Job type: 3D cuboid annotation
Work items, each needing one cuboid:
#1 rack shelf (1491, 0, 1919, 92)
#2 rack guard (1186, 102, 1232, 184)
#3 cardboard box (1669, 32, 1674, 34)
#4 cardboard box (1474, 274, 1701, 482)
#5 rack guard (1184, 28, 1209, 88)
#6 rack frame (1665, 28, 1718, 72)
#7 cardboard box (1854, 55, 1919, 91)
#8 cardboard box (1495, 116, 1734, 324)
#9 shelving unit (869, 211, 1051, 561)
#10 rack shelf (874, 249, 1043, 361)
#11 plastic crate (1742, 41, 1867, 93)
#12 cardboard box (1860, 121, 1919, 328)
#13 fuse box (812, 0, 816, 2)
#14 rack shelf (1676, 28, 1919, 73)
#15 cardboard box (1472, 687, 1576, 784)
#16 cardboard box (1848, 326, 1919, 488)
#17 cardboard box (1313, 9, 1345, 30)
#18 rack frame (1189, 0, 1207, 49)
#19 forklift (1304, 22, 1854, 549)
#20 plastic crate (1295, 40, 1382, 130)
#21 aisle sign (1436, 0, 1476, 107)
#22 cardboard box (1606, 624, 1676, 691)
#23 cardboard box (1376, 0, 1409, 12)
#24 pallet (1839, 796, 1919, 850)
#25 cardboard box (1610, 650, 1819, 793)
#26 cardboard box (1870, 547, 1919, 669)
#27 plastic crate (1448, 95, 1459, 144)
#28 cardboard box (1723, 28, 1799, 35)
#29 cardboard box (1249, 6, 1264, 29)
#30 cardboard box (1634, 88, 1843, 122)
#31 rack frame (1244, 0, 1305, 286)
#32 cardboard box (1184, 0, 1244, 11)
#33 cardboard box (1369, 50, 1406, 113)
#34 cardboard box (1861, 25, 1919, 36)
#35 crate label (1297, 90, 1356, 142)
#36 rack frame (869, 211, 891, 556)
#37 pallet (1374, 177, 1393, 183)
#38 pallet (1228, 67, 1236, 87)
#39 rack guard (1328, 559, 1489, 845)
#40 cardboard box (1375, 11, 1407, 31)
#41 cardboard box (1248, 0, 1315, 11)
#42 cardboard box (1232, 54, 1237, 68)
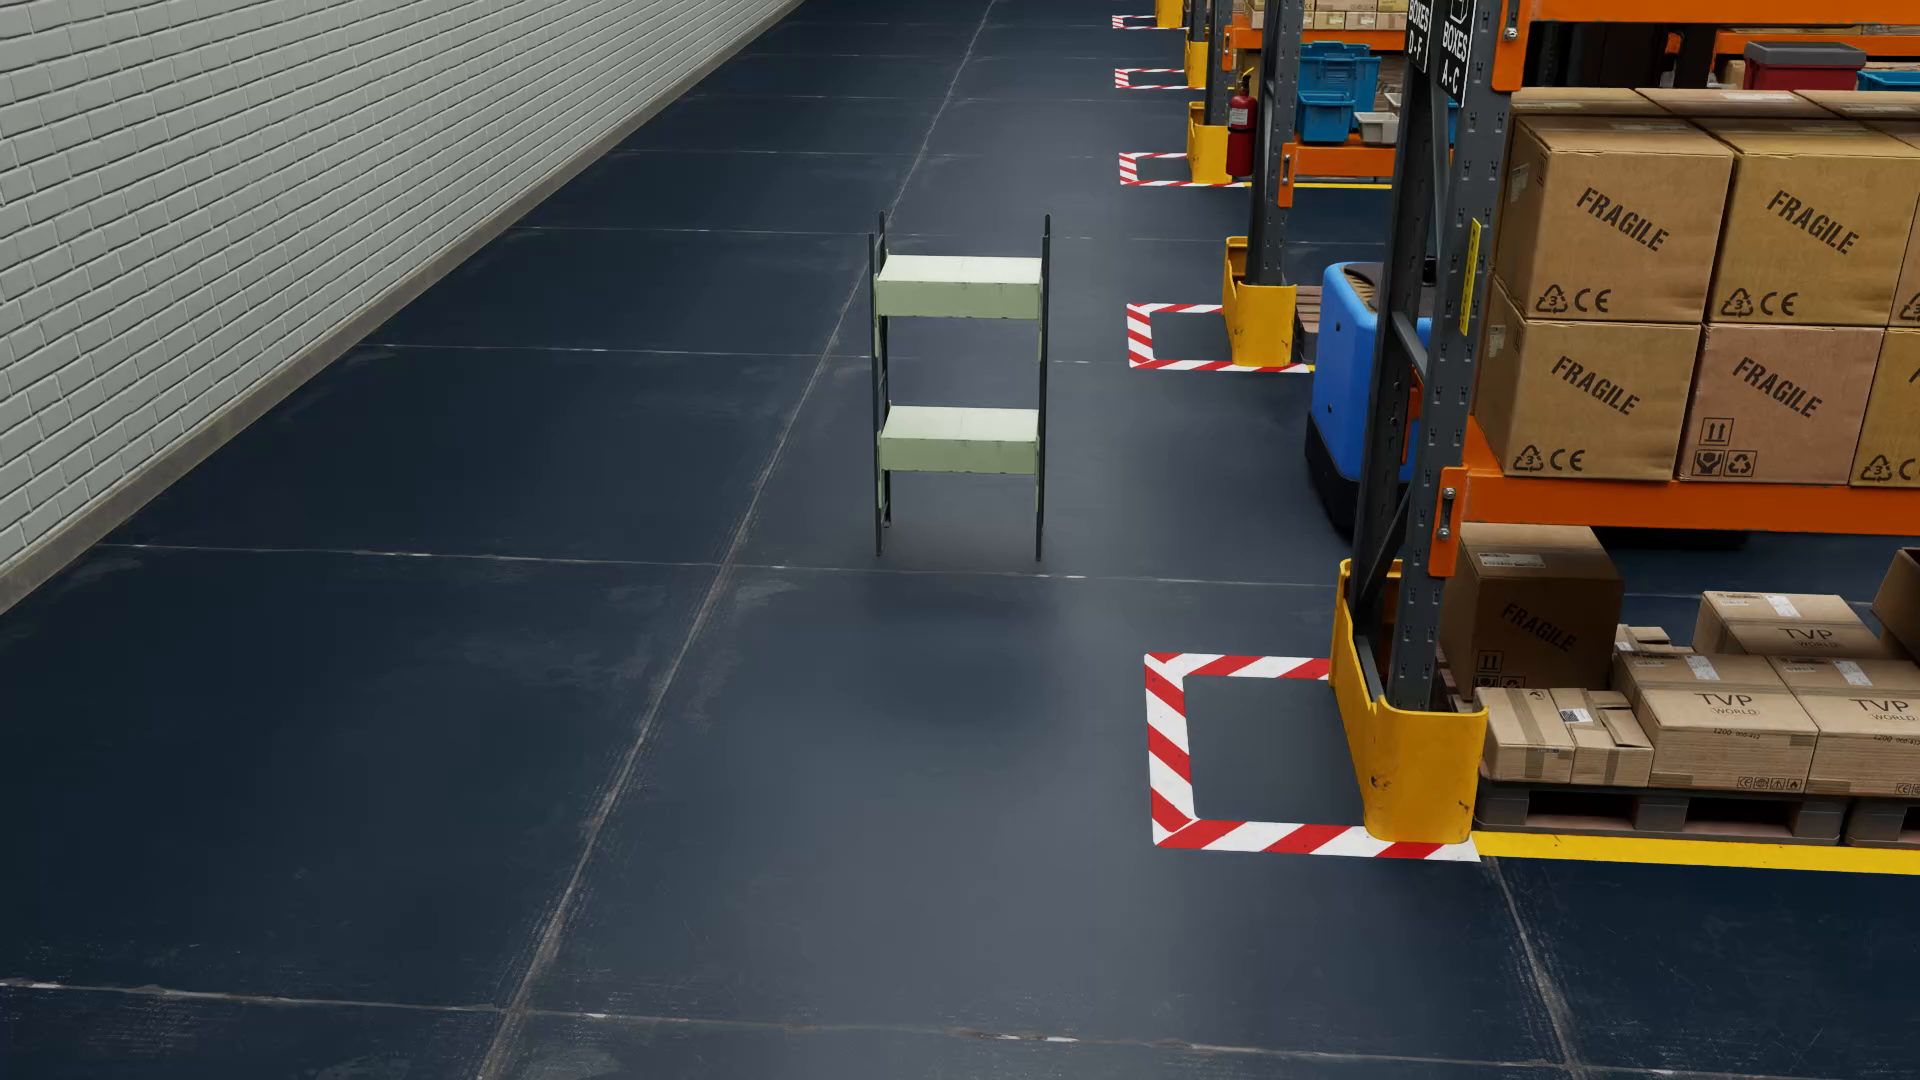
[{"bbox_3d":[3.509,-1.565,4.868,4.000,0.370,1.077,2,25,4],"label":"rack shelf"},{"bbox_3d":[2.253,-3.587,14.980,0.348,0.500,1.175,2,25,4],"label":"rack guard"},{"bbox_3d":[5.936,-4.352,13.955,0.250,0.149,0.380,2,25,4],"label":"cardboard box"},{"bbox_3d":[1.937,-0.514,5.193,0.500,0.500,0.500,2,25,5],"label":"cardboard box"},{"bbox_3d":[2.833,-5.647,19.459,0.348,0.500,1.175,2,25,4],"label":"rack guard"},{"bbox_3d":[6.265,-4.593,14.178,0.127,3.000,1.000,2,25,4],"label":"rack frame"},{"bbox_3d":[7.796,-3.779,14.446,0.875,0.875,1.225,1,25,2],"label":"cardboard box"},{"bbox_3d":[1.937,-0.968,4.984,0.500,0.500,0.500,3,25,6],"label":"cardboard box"},{"bbox_3d":[0.007,-0.681,7.470,0.755,1.500,0.431,2,25,4],"label":"shelving unit"},{"bbox_3d":[0.007,-1.036,7.307,0.720,0.370,0.431,2,25,4],"label":"rack shelf"},{"bbox_3d":[5.015,-2.718,9.955,0.583,0.464,0.402,2,25,4],"label":"plastic crate"},{"bbox_3d":[2.957,-0.937,4.915,0.500,0.500,0.500,2,25,5],"label":"cardboard box"},{"bbox_3d":[-2.282,-9.308,25.965,0.414,1.711,0.539,2,25,4],"label":"fuse box"},{"bbox_3d":[8.259,-4.203,14.189,4.000,0.370,1.077,2,25,4],"label":"rack shelf"},{"bbox_3d":[1.906,0.659,5.647,0.250,0.149,0.380,2,25,4],"label":"cardboard box"},{"bbox_3d":[2.952,-0.482,5.124,0.500,0.500,0.500,2,25,4],"label":"cardboard box"},{"bbox_3d":[3.117,-4.443,14.151,0.250,0.149,0.380,1,25,3],"label":"cardboard box"},{"bbox_3d":[2.757,-6.785,18.942,0.127,3.000,1.000,2,25,4],"label":"rack frame"},{"bbox_3d":[3.280,-1.516,7.572,3.031,2.935,1.130,1,25,1],"label":"forklift"},{"bbox_3d":[2.246,-2.768,10.096,0.499,0.435,0.616,2,25,4],"label":"plastic crate"},{"bbox_3d":[1.424,-1.653,4.679,0.004,0.787,0.394,2,25,4],"label":"aisle sign"},{"bbox_3d":[2.473,0.460,6.059,0.250,0.166,0.380,2,25,4],"label":"cardboard box"},{"bbox_3d":[3.754,-4.629,14.079,0.500,0.250,0.500,1,25,2],"label":"cardboard box"},{"bbox_3d":[3.599,0.742,5.919,1.213,0.211,1.003,2,25,4],"label":"pallet"},{"bbox_3d":[2.534,0.608,5.637,0.500,0.250,0.500,2,25,4],"label":"cardboard box"},{"bbox_3d":[3.630,0.412,5.761,0.637,0.503,0.797,2,25,4],"label":"cardboard box"},{"bbox_3d":[2.775,-2.442,9.631,0.300,0.233,0.416,2,25,4],"label":"plastic crate"},{"bbox_3d":[6.705,-4.520,13.898,0.500,0.500,0.500,2,25,4],"label":"cardboard box"},{"bbox_3d":[2.606,-4.458,14.185,0.250,0.149,0.380,2,25,5],"label":"cardboard box"},{"bbox_3d":[2.483,-1.177,5.437,0.500,0.500,0.500,3,25,5],"label":"cardboard box"},{"bbox_3d":[1.898,-2.657,9.970,0.127,3.000,1.000,2,25,4],"label":"rack frame"},{"bbox_3d":[3.701,-7.899,23.925,0.875,0.438,0.875,1,25,2],"label":"cardboard box"},{"bbox_3d":[3.829,-3.931,14.777,0.875,0.875,0.875,2,25,4],"label":"cardboard box"},{"bbox_3d":[7.705,-4.488,13.829,0.500,0.500,0.500,1,25,3],"label":"cardboard box"},{"bbox_3d":[2.119,-2.463,9.677,0.303,0.233,0.416,2,25,4],"label":"crate label"},{"bbox_3d":[-0.358,-0.693,7.495,0.023,1.500,0.400,2,25,4],"label":"rack frame"},{"bbox_3d":[4.293,-3.421,14.967,1.213,0.211,1.003,2,25,4],"label":"pallet"},{"bbox_3d":[3.641,-5.475,19.431,1.213,0.211,1.003,2,25,4],"label":"pallet"},{"bbox_3d":[1.591,0.545,6.001,0.348,0.500,1.175,2,25,4],"label":"rack guard"},{"bbox_3d":[3.630,-4.426,14.115,0.250,0.149,0.380,1,25,3],"label":"cardboard box"},{"bbox_3d":[2.735,-4.660,14.147,0.500,0.250,0.500,1,25,3],"label":"cardboard box"},{"bbox_3d":[3.255,-5.531,19.123,0.250,0.149,0.380,2,25,5],"label":"cardboard box"}]
